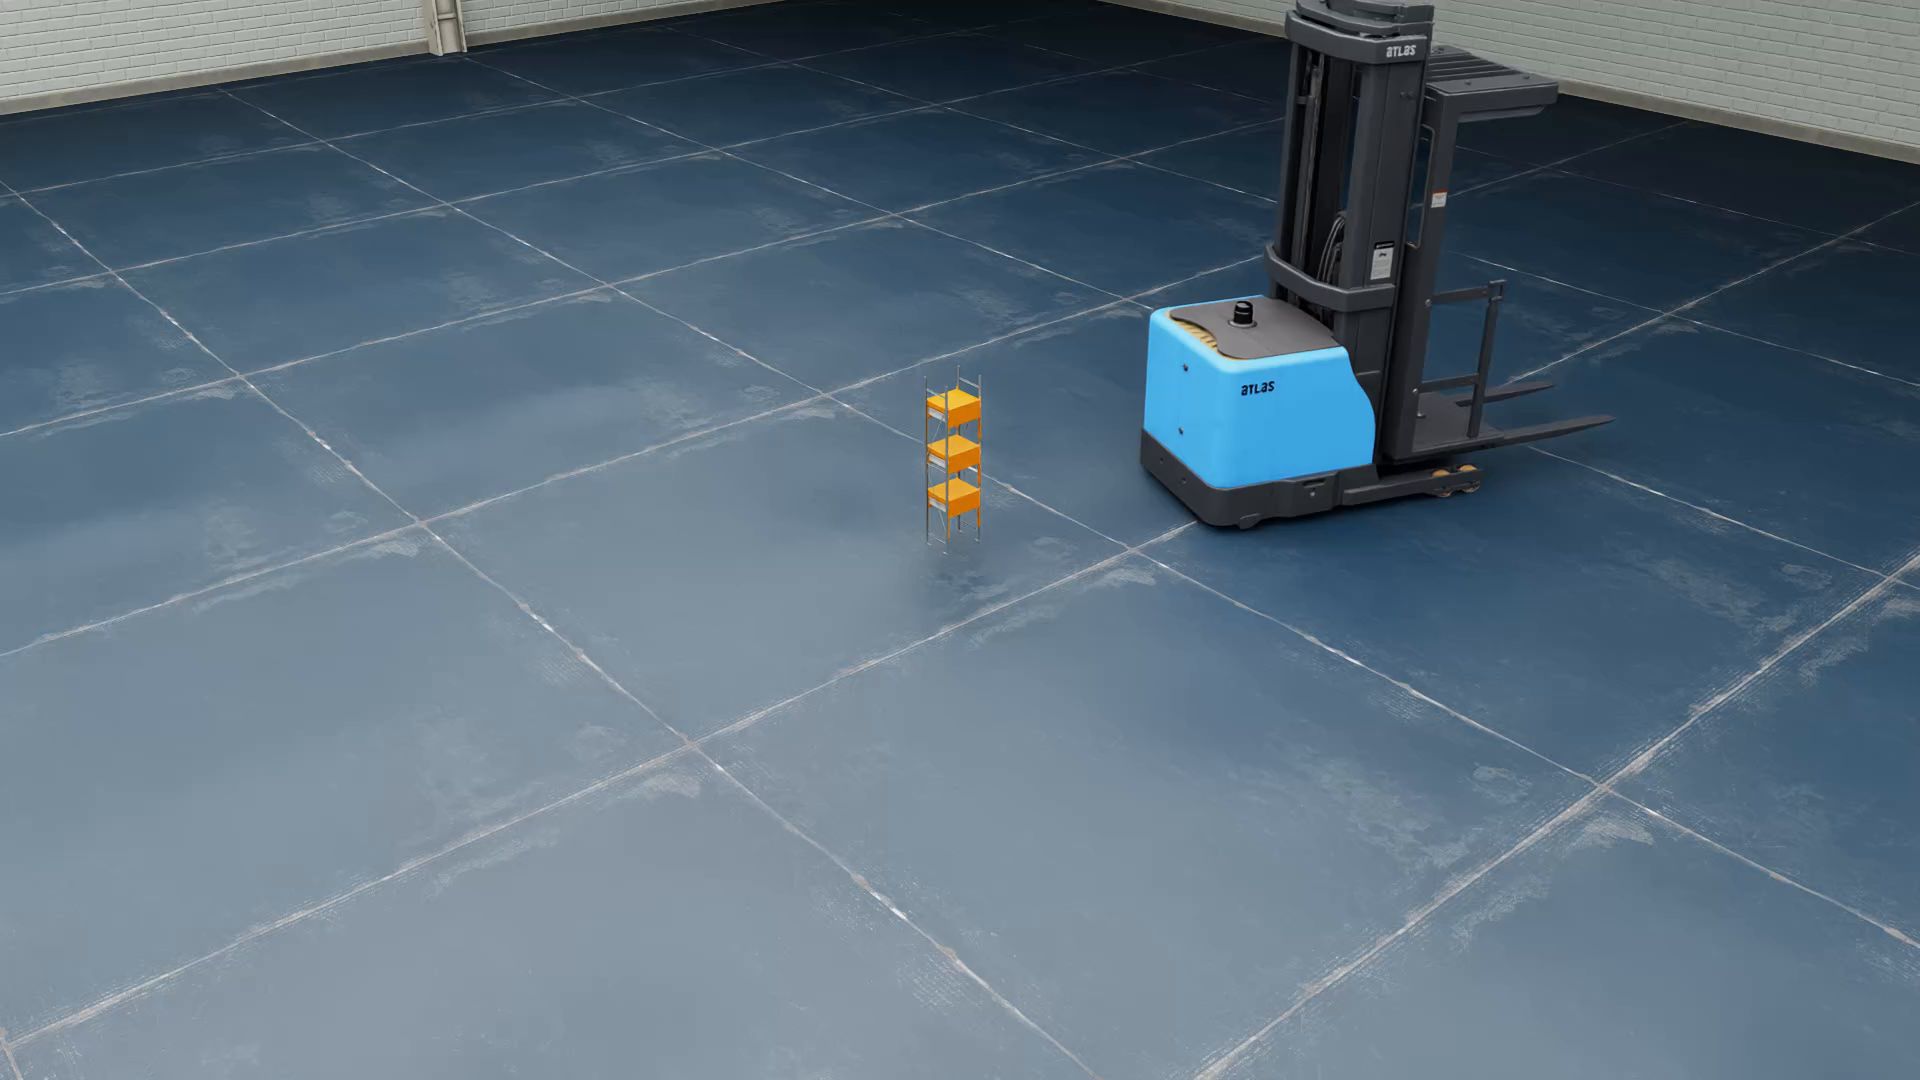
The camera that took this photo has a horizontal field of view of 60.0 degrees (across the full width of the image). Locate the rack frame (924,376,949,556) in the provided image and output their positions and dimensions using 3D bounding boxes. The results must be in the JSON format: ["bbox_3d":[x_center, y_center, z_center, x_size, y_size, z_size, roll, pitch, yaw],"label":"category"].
[{"bbox_3d":[-0.134,-0.409,9.402,0.008,1.050,0.200,-22,35,-35],"label":"rack frame"}]

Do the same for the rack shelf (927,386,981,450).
[{"bbox_3d":[-0.041,-0.688,9.343,0.240,0.259,0.215,-22,35,-35],"label":"rack shelf"}]

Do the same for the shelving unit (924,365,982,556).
[{"bbox_3d":[-0.041,-0.447,9.472,0.252,1.050,0.215,-22,35,-35],"label":"shelving unit"}]

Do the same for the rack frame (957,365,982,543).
[{"bbox_3d":[0.052,-0.484,9.542,0.008,1.050,0.200,-22,35,-35],"label":"rack frame"}]

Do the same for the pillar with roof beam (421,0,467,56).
[{"bbox_3d":[-3.867,-8.779,16.630,0.400,9.000,9.100,-22,35,-35],"label":"pillar with roof beam"}]

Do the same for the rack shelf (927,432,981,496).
[{"bbox_3d":[-0.041,-0.437,9.477,0.240,0.259,0.215,-22,35,-35],"label":"rack shelf"}]

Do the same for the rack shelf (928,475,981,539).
[{"bbox_3d":[-0.041,-0.192,9.608,0.240,0.259,0.215,-22,35,-35],"label":"rack shelf"}]

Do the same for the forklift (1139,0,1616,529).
[{"bbox_3d":[2.709,-1.777,9.965,3.031,2.935,1.130,-10,30,-18],"label":"forklift"}]
